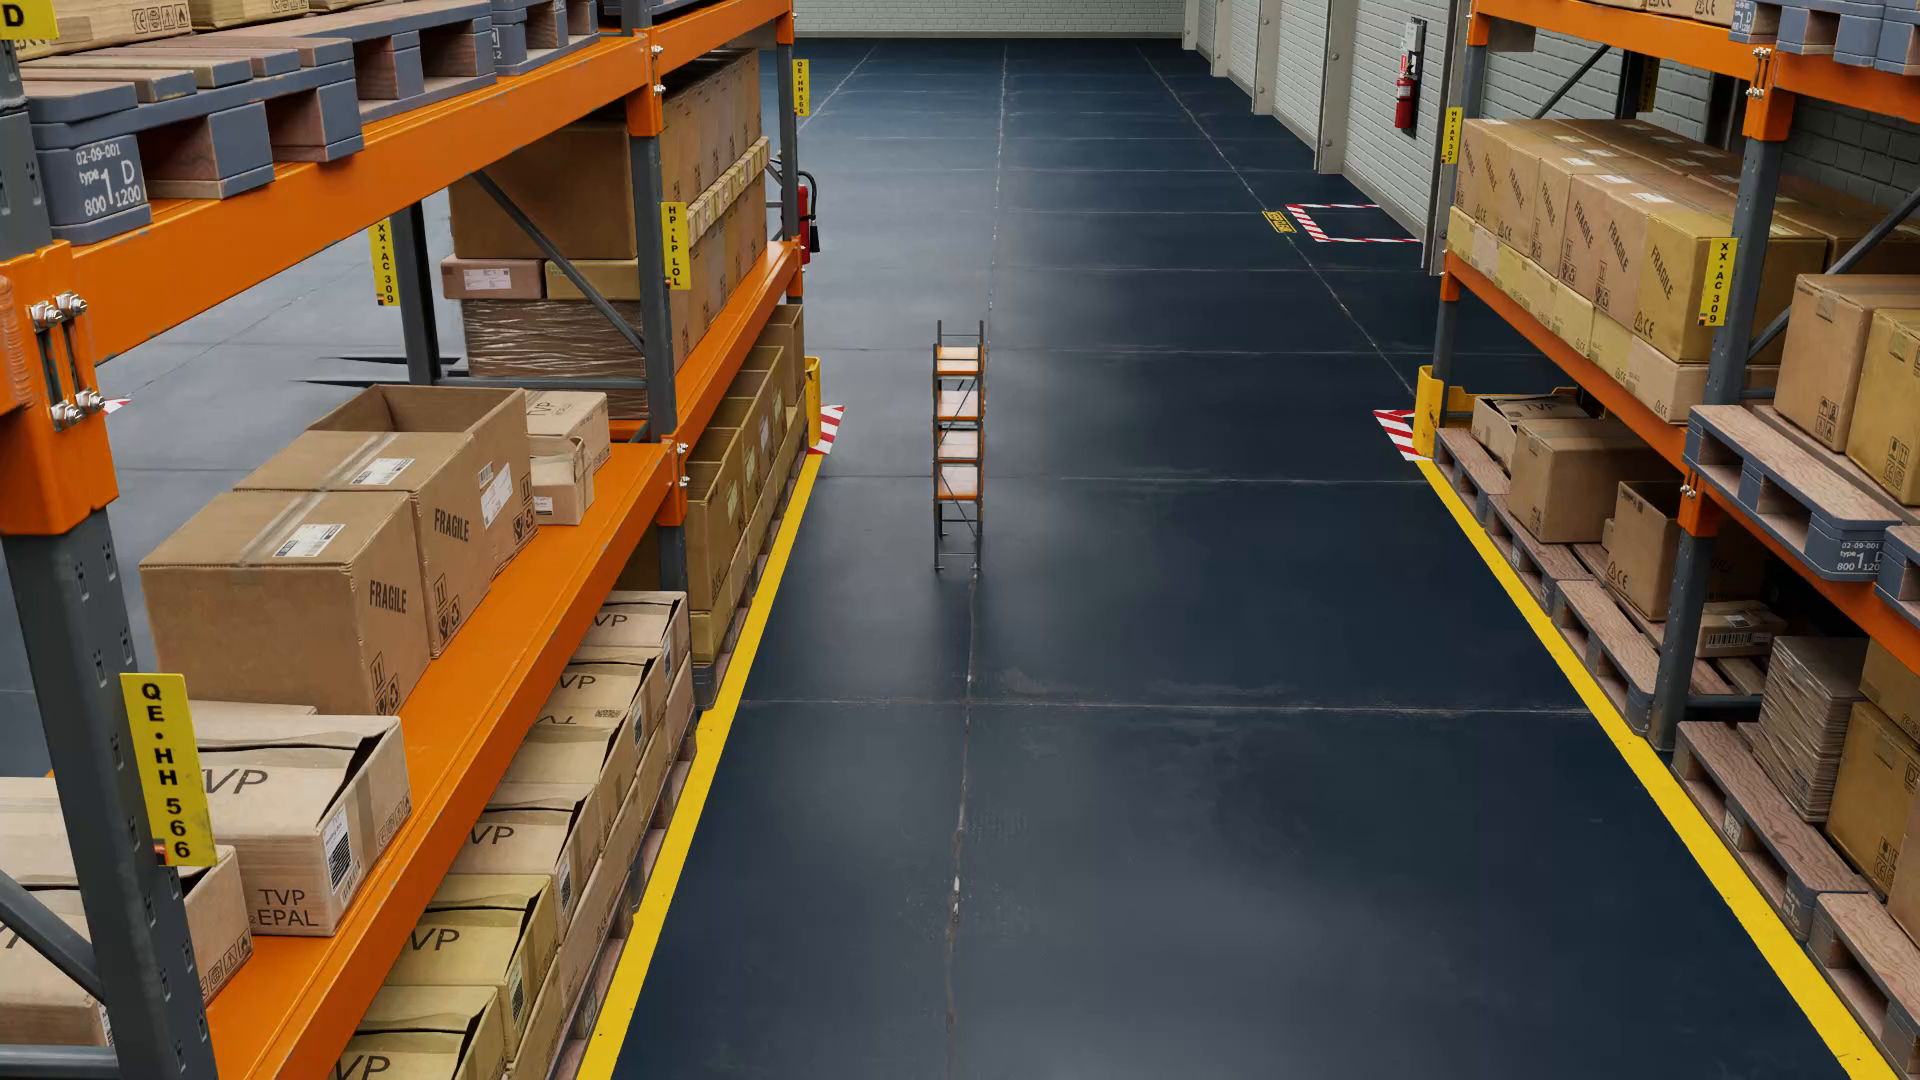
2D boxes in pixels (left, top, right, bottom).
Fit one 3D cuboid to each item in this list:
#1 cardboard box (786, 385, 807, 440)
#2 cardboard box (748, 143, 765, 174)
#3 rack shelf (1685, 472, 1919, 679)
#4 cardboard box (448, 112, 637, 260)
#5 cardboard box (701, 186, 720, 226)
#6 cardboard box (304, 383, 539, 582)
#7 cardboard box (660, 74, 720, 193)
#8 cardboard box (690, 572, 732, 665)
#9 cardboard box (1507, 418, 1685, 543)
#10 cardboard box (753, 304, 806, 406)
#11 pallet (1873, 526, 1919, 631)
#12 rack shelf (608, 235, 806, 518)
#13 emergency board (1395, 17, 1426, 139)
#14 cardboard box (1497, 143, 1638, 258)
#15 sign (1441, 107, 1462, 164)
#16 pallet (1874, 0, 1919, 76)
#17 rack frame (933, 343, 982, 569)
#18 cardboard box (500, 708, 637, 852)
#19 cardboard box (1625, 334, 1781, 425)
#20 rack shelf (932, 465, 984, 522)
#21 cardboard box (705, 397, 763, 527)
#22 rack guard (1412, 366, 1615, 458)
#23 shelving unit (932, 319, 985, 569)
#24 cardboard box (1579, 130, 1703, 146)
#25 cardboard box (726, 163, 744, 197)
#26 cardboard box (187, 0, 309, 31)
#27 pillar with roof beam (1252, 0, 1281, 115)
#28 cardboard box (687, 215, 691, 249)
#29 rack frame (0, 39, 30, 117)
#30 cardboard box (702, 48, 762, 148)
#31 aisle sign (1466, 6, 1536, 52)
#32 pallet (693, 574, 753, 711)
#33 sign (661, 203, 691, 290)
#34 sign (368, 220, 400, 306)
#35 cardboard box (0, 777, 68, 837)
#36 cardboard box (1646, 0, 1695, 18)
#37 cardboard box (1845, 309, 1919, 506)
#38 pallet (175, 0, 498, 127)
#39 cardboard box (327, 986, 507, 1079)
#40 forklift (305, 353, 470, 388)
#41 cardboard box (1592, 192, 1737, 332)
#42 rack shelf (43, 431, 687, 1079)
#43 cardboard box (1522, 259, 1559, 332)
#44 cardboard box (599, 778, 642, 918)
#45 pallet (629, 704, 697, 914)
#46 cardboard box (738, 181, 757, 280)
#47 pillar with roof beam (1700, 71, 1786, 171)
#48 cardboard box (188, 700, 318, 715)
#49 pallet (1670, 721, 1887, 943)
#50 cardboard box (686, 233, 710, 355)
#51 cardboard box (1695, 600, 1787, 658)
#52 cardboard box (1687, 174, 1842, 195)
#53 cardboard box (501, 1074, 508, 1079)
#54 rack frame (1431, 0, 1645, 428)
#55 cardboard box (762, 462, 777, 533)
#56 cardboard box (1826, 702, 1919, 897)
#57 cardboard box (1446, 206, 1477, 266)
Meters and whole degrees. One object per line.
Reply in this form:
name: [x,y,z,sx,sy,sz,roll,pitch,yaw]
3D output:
cardboard box: [-1.208,-0.761,10.063,0.500,0.250,0.500,1,21,2]
cardboard box: [-1.315,-2.158,9.409,0.380,0.149,0.250,1,21,3]
rack shelf: [3.282,0.514,4.552,1.077,0.370,4.000,1,21,2]
cardboard box: [-1.601,-1.410,6.584,0.700,0.500,0.500,1,21,2]
cardboard box: [-1.363,-1.602,7.976,0.380,0.149,0.250,0,21,1]
cardboard box: [-1.664,-0.176,5.199,0.500,0.500,0.500,2,21,6]
cardboard box: [-1.556,-1.954,7.987,0.700,0.500,0.500,1,21,2]
cardboard box: [-1.291,0.324,7.268,0.500,0.250,0.500,1,21,2]
cardboard box: [3.264,-0.311,8.530,0.700,0.500,0.500,-1,21,-2]
cardboard box: [-1.206,-1.110,9.928,0.500,0.500,0.500,1,21,2]
pallet: [3.241,0.275,4.439,1.003,0.211,1.213,1,21,2]
rack shelf: [-1.548,-0.985,8.417,1.077,0.370,4.000,1,21,2]
emergency board: [4.604,-4.791,17.229,0.194,1.169,0.643,1,21,2]
cardboard box: [3.103,-1.745,8.523,0.500,0.500,0.500,0,21,0]
sign: [2.922,-2.400,9.872,0.100,0.325,0.005,1,21,2]
pallet: [3.189,-1.258,4.238,1.213,0.211,1.003,1,21,2]
rack frame: [-0.012,-0.411,8.430,0.240,1.200,0.015,1,21,2]
cardboard box: [-1.361,0.745,5.407,0.500,0.311,0.500,1,21,1]
cardboard box: [3.054,-0.659,6.759,0.500,0.250,0.500,1,21,2]
rack shelf: [-0.005,-0.252,8.754,0.258,0.148,0.480,1,21,2]
cardboard box: [-1.251,-0.387,8.064,0.500,0.500,0.500,1,21,2]
rack guard: [3.462,-0.798,10.394,1.175,0.500,0.348,1,21,2]
shelving unit: [-0.005,-0.500,8.658,0.258,1.200,0.503,1,21,2]
cardboard box: [3.638,-1.925,8.987,0.500,0.500,0.500,1,21,2]
cardboard box: [-1.340,-1.880,8.692,0.380,0.149,0.250,1,21,3]
cardboard box: [-1.746,-1.237,3.550,0.500,0.250,0.500,0,21,1]
pillar with roof beam: [0.552,-11.081,25.146,9.100,9.000,0.400,1,21,2]
cardboard box: [-1.387,-1.321,7.251,0.380,0.149,0.250,0,21,1]
rack frame: [-1.730,-1.948,1.610,1.000,3.000,0.127,1,21,2]
cardboard box: [-1.515,-2.508,9.413,0.700,0.500,0.500,1,21,2]
aisle sign: [3.167,-3.232,9.618,0.394,0.787,0.004,1,21,2]
pallet: [-1.542,0.415,7.667,1.003,0.211,1.213,1,21,2]
sign: [-1.066,-1.098,6.221,0.100,0.325,0.005,1,21,2]
sign: [-2.163,-1.044,6.266,0.100,0.325,0.005,1,21,2]
cardboard box: [-1.979,0.637,3.587,0.380,0.149,0.250,1,21,2]
cardboard box: [3.139,-2.367,6.670,0.500,0.500,0.500,-1,21,-3]
cardboard box: [3.269,-0.411,5.194,0.700,0.500,0.500,3,21,7]
pallet: [-1.768,-1.113,3.864,1.003,0.211,1.213,2,21,4]
cardboard box: [-1.413,1.297,3.985,0.500,0.311,0.500,0,21,0]
forklift: [-2.880,-2.337,11.001,3.031,2.935,1.130,0,21,1]
cardboard box: [3.058,-1.188,7.088,0.500,0.500,0.500,1,21,1]
rack shelf: [-1.669,0.461,4.689,1.077,0.370,4.000,1,21,2]
cardboard box: [3.092,-1.203,8.161,0.500,0.250,0.500,1,21,2]
cardboard box: [-1.364,1.009,5.501,0.500,0.250,0.500,1,21,3]
pallet: [-1.592,0.969,6.239,1.003,0.211,1.213,1,21,2]
cardboard box: [-1.525,-1.732,9.208,0.700,0.500,0.500,1,21,3]
pillar with roof beam: [0.005,-4.572,8.373,9.100,9.000,0.400,1,21,2]
cardboard box: [-1.748,0.504,3.931,0.380,0.149,0.250,2,21,6]
pallet: [3.321,1.037,6.065,1.003,0.211,1.213,1,21,2]
cardboard box: [-1.573,-1.177,7.777,0.700,0.500,0.500,1,21,2]
cardboard box: [3.329,0.377,7.218,0.380,0.166,0.250,-2,21,-5]
cardboard box: [3.606,-1.368,7.552,0.500,0.500,0.500,1,21,3]
cardboard box: [-1.406,1.567,4.065,0.500,0.250,0.500,0,21,0]
rack frame: [3.465,-1.991,10.013,1.000,3.000,0.127,1,21,2]
cardboard box: [-1.241,-0.218,8.665,0.500,0.250,0.500,1,21,2]
cardboard box: [3.372,0.869,5.489,0.700,0.500,0.500,0,21,1]
cardboard box: [3.132,-1.757,9.591,0.500,0.250,0.500,0,21,0]
